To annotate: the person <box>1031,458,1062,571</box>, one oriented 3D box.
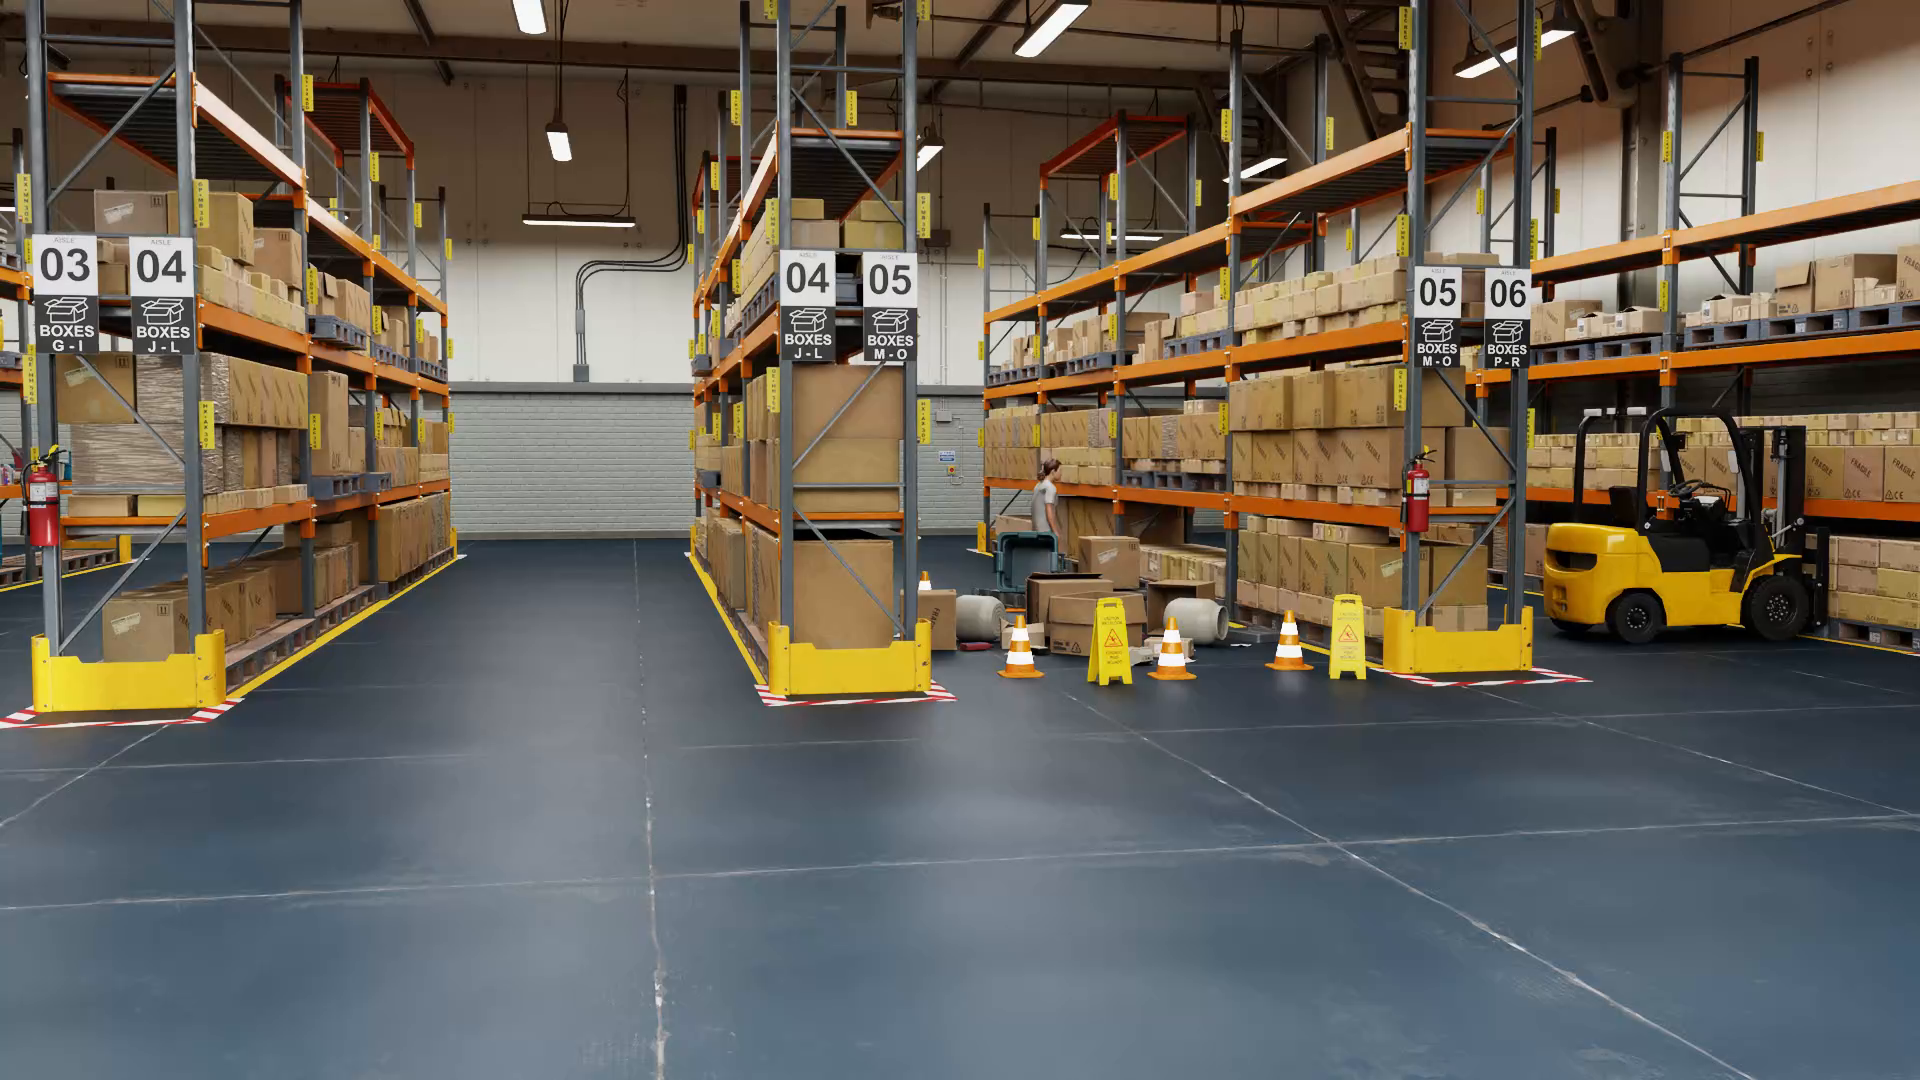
[{"bbox_3d":[0.980,-0.073,18.480,0.356,1.673,0.487,-1,3,-11],"label":"person"}]
